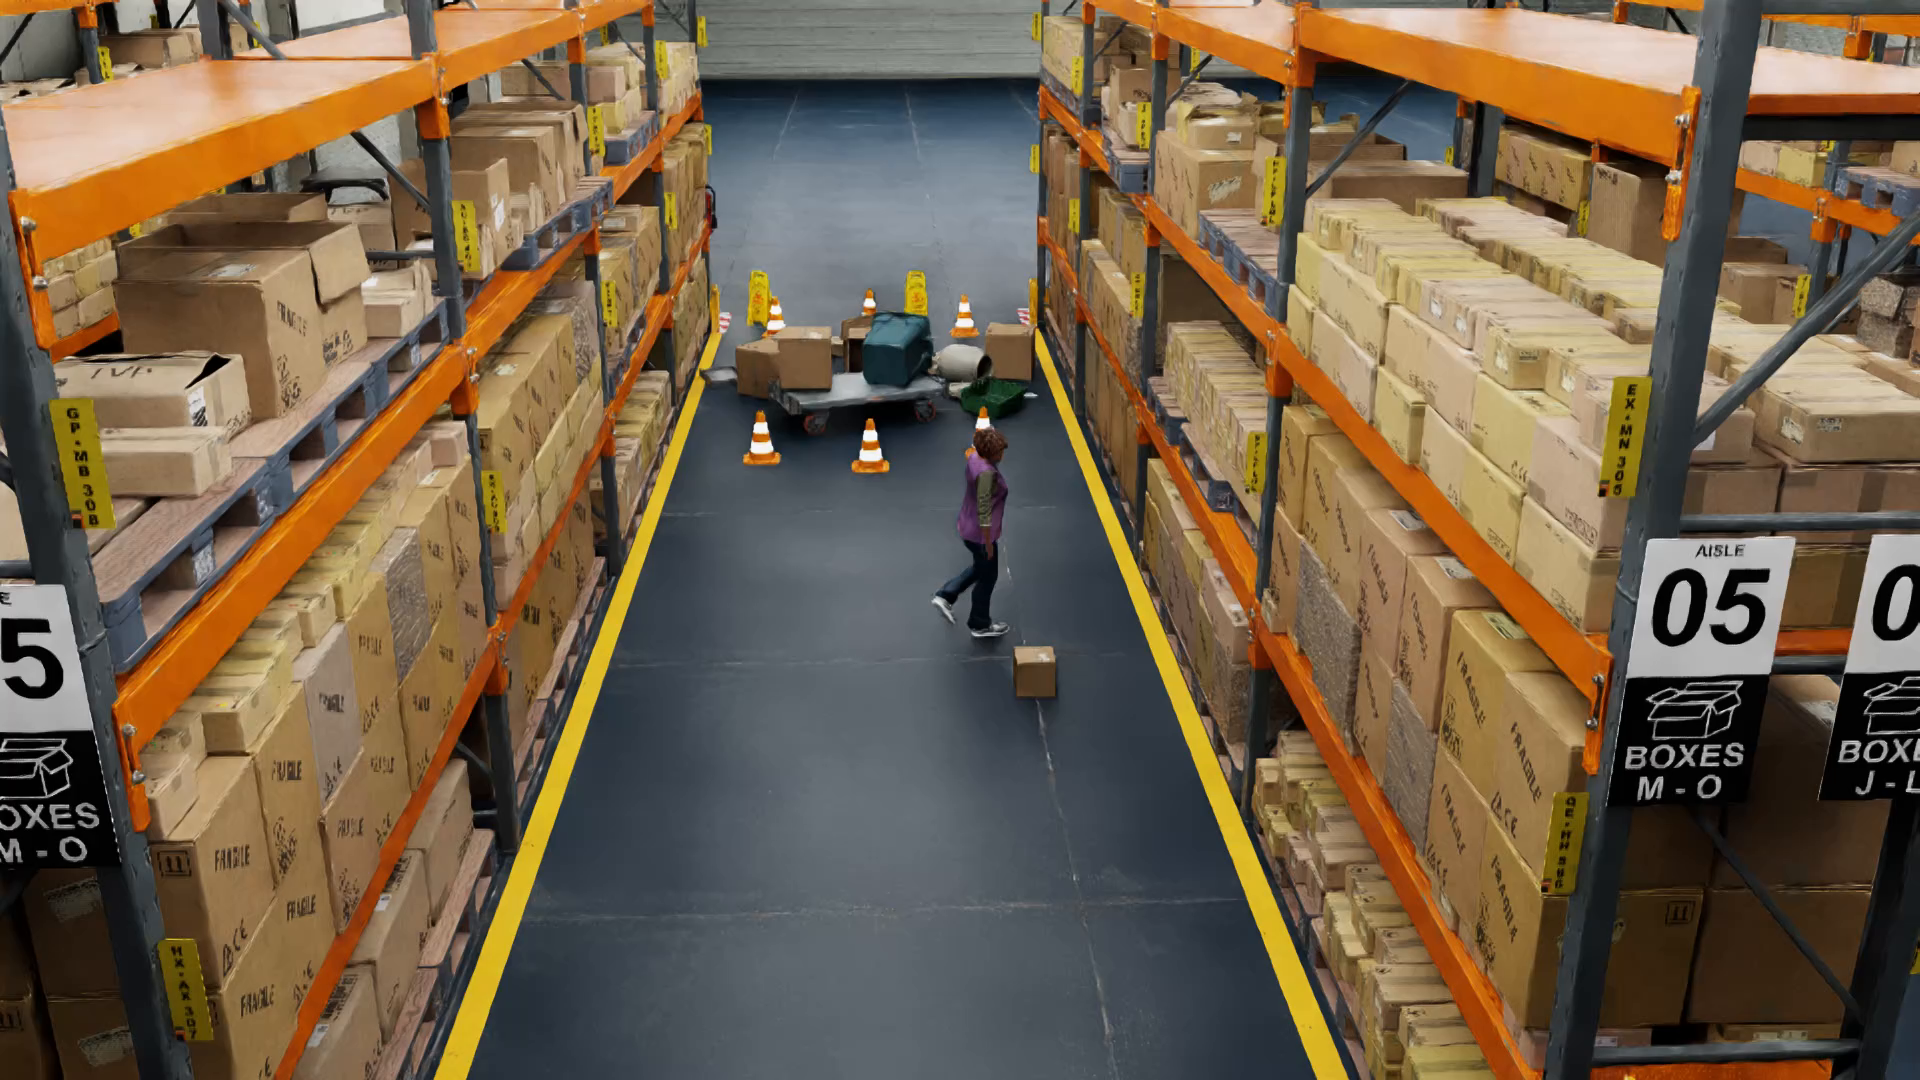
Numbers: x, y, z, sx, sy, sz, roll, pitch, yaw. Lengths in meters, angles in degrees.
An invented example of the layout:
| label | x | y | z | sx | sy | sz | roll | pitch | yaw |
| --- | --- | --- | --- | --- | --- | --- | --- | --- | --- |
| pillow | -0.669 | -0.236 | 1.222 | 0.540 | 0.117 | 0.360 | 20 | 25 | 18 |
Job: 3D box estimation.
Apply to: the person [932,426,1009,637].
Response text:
| label | x | y | z | sx | sy | sz | roll | pitch | yaw |
| --- | --- | --- | --- | --- | --- | --- | --- | --- | --- |
| person | 0.099 | -0.032 | 11.208 | 0.545 | 1.564 | 0.463 | -4 | 21 | -11 |
